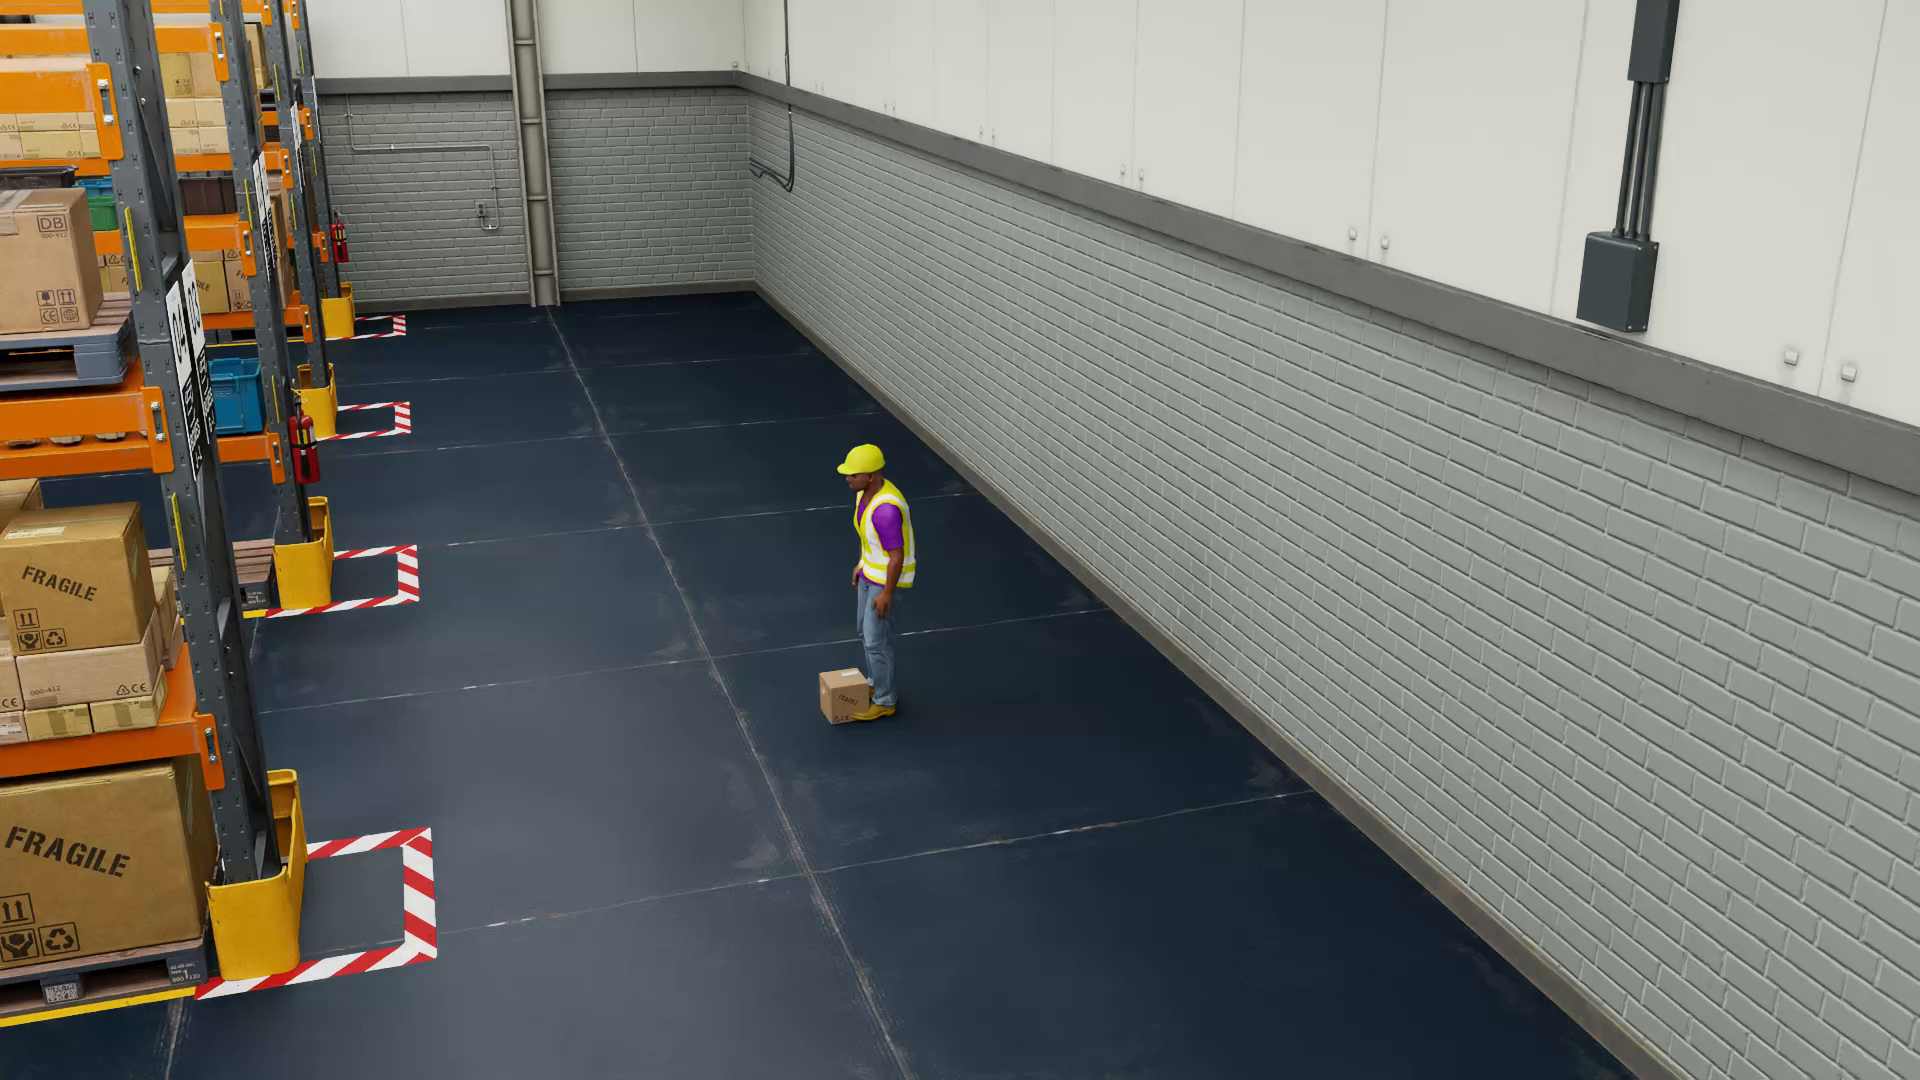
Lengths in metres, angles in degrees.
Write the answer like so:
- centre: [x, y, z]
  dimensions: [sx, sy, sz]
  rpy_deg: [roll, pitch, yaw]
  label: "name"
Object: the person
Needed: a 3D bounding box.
- centre: [-0.521, 0.245, 10.330]
  dimensions: [0.459, 1.761, 0.626]
  rpy_deg: [-6, 20, -17]
  label: "person"
